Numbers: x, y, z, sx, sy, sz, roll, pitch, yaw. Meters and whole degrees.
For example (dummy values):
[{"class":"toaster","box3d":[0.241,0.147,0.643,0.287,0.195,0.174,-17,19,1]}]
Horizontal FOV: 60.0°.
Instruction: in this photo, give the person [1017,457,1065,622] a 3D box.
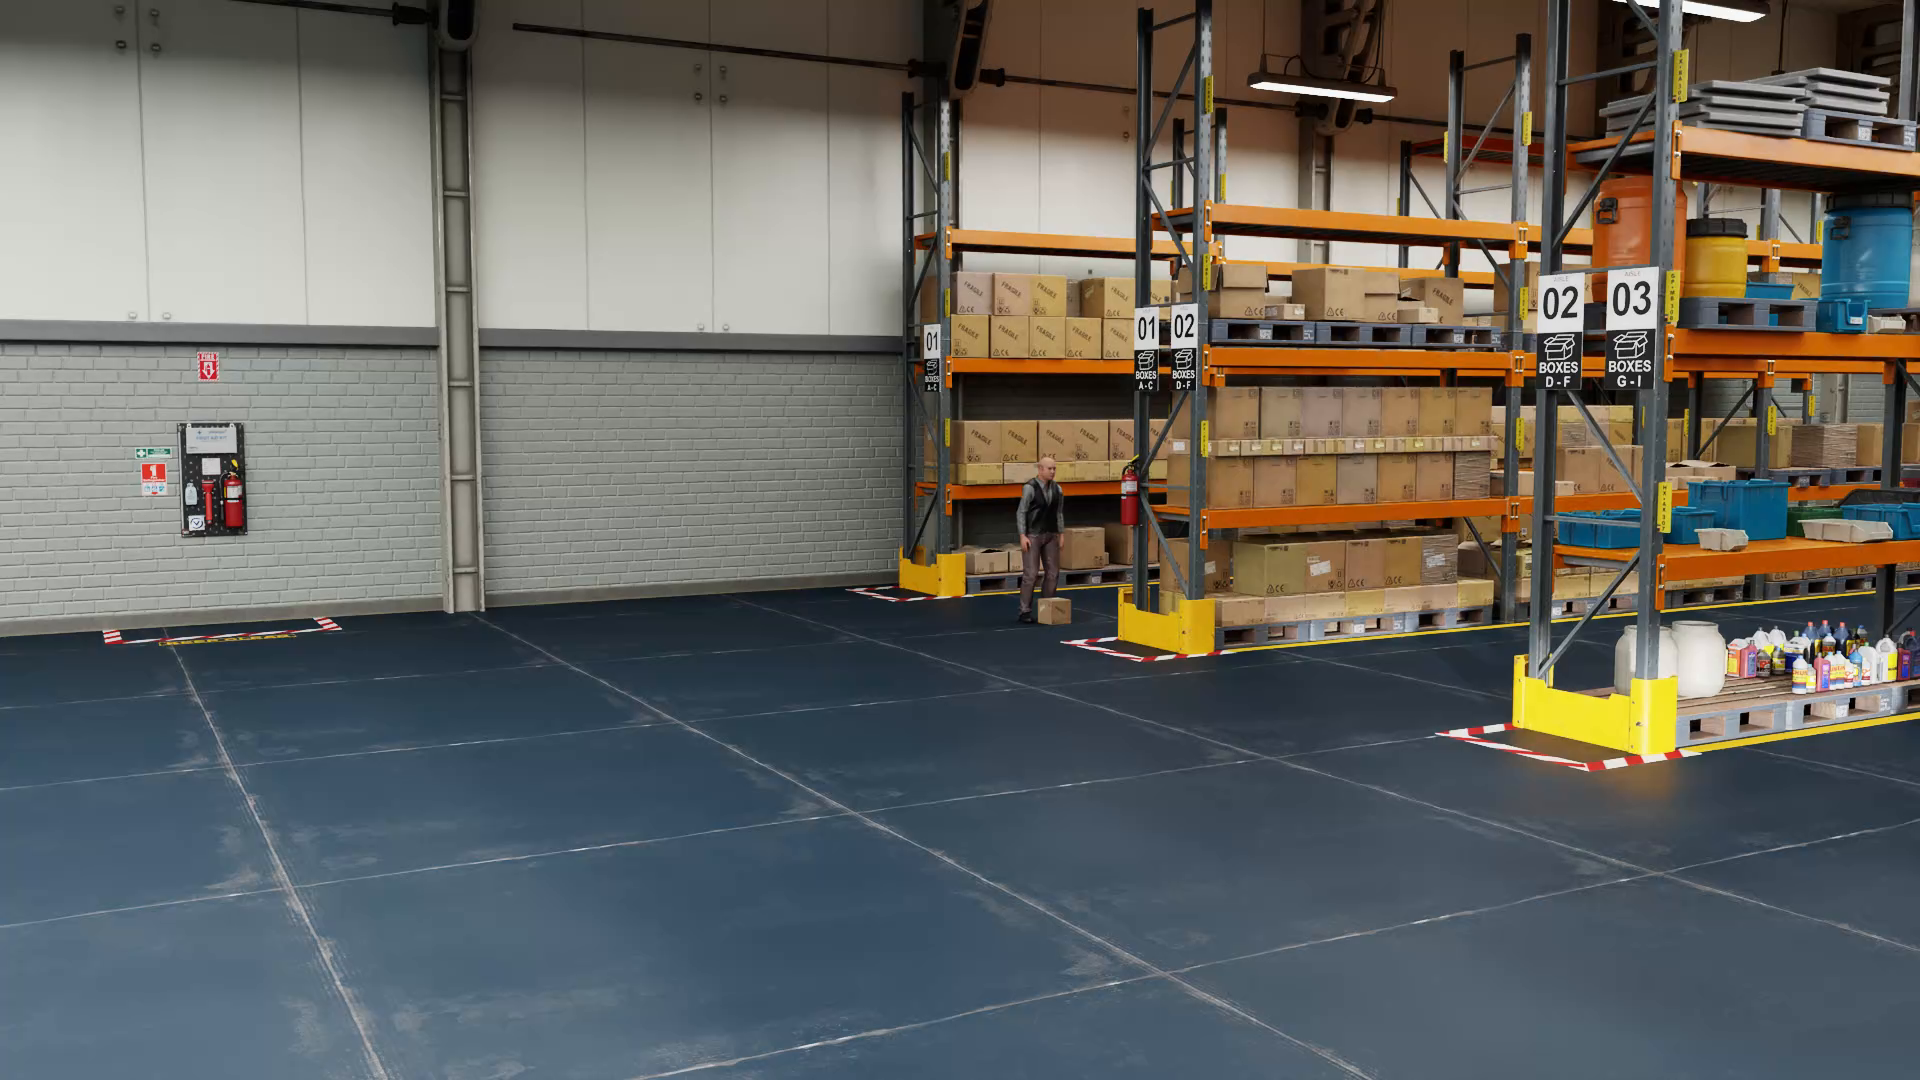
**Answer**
[{"class":"person","box3d":[0.848,-0.012,17.516,0.593,1.720,0.424,-3,6,-32]}]
